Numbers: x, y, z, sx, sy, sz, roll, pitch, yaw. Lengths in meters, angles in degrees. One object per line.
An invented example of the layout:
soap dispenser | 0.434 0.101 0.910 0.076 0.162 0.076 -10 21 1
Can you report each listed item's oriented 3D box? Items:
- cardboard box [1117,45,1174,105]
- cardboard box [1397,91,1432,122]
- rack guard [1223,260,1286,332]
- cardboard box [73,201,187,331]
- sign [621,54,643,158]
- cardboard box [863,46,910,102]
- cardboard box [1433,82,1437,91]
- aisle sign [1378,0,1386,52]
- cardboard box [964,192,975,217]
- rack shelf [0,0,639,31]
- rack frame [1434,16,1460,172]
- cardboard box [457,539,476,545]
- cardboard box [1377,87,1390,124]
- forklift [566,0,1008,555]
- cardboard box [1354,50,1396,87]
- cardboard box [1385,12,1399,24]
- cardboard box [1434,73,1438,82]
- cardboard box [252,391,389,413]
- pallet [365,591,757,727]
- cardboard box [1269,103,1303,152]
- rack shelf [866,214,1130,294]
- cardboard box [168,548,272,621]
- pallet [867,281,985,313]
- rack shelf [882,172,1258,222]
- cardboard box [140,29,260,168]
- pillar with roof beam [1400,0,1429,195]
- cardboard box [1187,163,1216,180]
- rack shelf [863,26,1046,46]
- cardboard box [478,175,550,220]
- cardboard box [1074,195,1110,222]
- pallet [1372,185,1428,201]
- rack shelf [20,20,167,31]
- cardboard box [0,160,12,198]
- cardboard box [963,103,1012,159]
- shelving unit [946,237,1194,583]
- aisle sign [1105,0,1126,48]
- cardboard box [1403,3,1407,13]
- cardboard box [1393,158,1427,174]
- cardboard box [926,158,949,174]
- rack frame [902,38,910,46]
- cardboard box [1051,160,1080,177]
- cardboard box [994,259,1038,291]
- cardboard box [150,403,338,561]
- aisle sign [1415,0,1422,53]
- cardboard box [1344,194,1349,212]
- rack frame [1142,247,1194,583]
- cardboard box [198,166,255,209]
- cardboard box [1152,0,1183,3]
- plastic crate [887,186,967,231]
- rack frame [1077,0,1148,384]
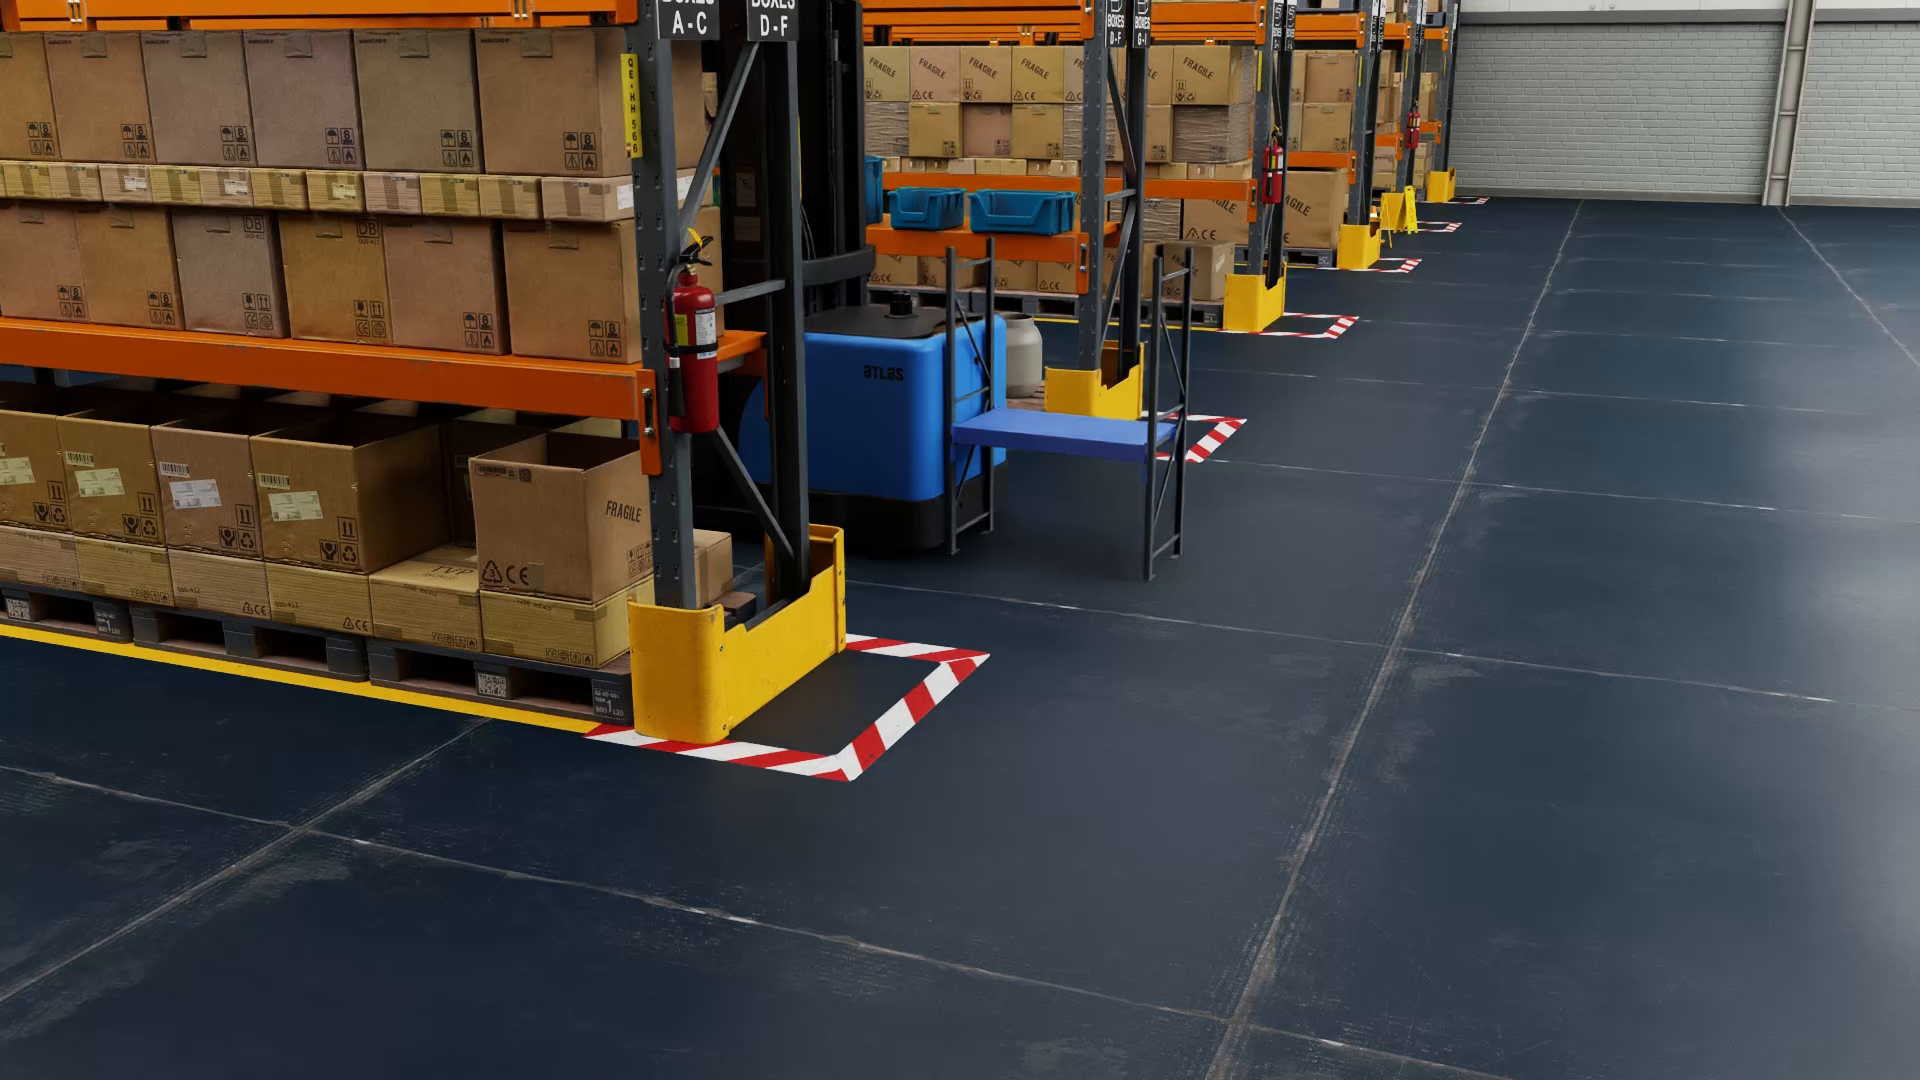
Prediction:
cardboard box | 1.718 -4.159 14.868 0.500 0.500 0.500 6 17 21
cardboard box | 7.687 -7.334 28.133 0.500 0.500 0.500 6 17 19
rack guard | 2.717 -2.253 15.294 0.348 0.500 1.175 6 17 21
cardboard box | -3.199 -1.186 6.955 0.500 0.500 0.700 7 17 21
sign | -1.063 -1.408 5.396 0.005 0.325 0.100 6 17 21
cardboard box | -0.608 -4.414 15.748 0.500 0.500 0.500 6 17 21
cardboard box | 8.021 -7.766 28.455 0.250 0.149 0.380 6 17 19
aisle sign | 4.877 -6.041 19.195 0.004 0.787 0.394 6 17 21
cardboard box | 0.370 -4.293 21.117 0.750 0.750 1.050 6 17 20
rack shelf | -2.712 -2.177 6.457 4.000 0.370 1.077 6 17 21
rack frame | 8.241 -7.304 28.208 0.127 3.000 1.000 6 17 21
cardboard box | -1.735 0.079 6.956 0.500 0.250 0.500 6 17 21
cardboard box | 5.817 -6.191 23.662 0.500 0.500 0.500 6 17 20
forklift | -1.304 -1.594 8.663 3.031 2.935 1.130 7 18 24
cardboard box | 5.868 -6.683 23.562 0.500 0.500 0.700 6 17 19
cardboard box | 5.989 -7.300 23.265 0.250 0.149 0.380 6 17 21
cardboard box | 8.007 -7.896 28.371 0.250 0.149 0.380 6 17 20
cardboard box | -2.663 -0.385 7.209 0.500 0.500 0.500 6 17 21
pallet | -1.578 0.394 6.691 1.213 0.211 1.003 6 17 21
cardboard box | 3.820 -4.871 19.558 0.550 0.550 0.875 6 17 21
rack shelf | -0.891 -2.021 11.299 4.000 0.370 1.077 6 17 21
cardboard box | -2.858 0.113 6.838 0.500 0.250 0.500 6 17 21
pallet | -0.296 -2.457 16.512 1.213 0.211 1.003 6 17 21
rack shelf | 0.927 -3.305 15.724 4.000 0.370 1.077 6 17 21
cardboard box | -2.756 -1.760 6.604 0.500 0.500 0.700 6 17 21
pillar with roof beam | 6.345 -9.374 24.576 0.400 9.000 9.100 6 17 21
cardboard box | 2.214 -3.327 14.959 0.250 0.149 0.380 6 17 21
rack shelf | -0.880 -6.431 21.111 4.000 0.370 1.077 6 17 21
cardboard box | -1.520 -1.253 6.021 0.250 0.149 0.380 7 18 22
cardboard box | 1.540 -4.230 20.678 0.875 0.875 0.875 7 17 21
pallet | 7.514 -6.032 28.829 1.213 0.211 1.003 6 17 21
rack shelf | -10.236 -5.973 19.534 4.000 0.370 1.077 6 17 21
cardboard box | -3.919 -1.517 6.930 0.250 0.149 0.380 6 17 19
cardboard box | 0.416 -3.899 15.765 0.500 0.500 0.875 6 17 21
shelving unit | 0.512 -0.647 7.967 1.048 1.500 0.538 7 18 24
aisle sign | 0.928 -3.326 9.841 0.004 0.787 0.394 6 17 21
cardboard box | 7.359 -8.880 27.773 0.250 0.149 0.380 6 17 19
cardboard box | 7.674 -6.394 28.355 0.500 0.250 0.500 6 17 20
cardboard box | -0.138 -3.564 15.776 0.250 0.149 0.380 6 17 21
rack frame | -1.019 -6.835 26.591 0.127 3.000 1.000 6 17 21
cardboard box | 1.012 -3.427 15.305 0.250 0.149 0.380 6 17 21
cardboard box | 0.566 -2.705 16.098 0.500 0.500 0.500 5 17 16
cardboard box | -2.859 -0.246 6.730 0.500 0.500 0.500 6 17 21
aisle sign | 6.375 -7.183 23.129 0.004 0.787 0.394 6 17 21
cardboard box | 5.550 -4.913 24.150 0.500 0.250 0.500 6 17 20
rack frame | 0.972 -0.587 7.760 0.032 1.500 0.500 7 18 24
cardboard box | -2.720 -1.385 6.475 0.250 0.149 0.380 6 17 20
cardboard box | 1.780 -4.848 14.638 0.500 0.250 0.500 6 17 21
plastic crate | -0.208 -2.132 10.658 0.408 0.251 0.499 6 17 21
rack frame | 0.970 -2.162 10.494 0.127 3.000 1.000 6 17 21
